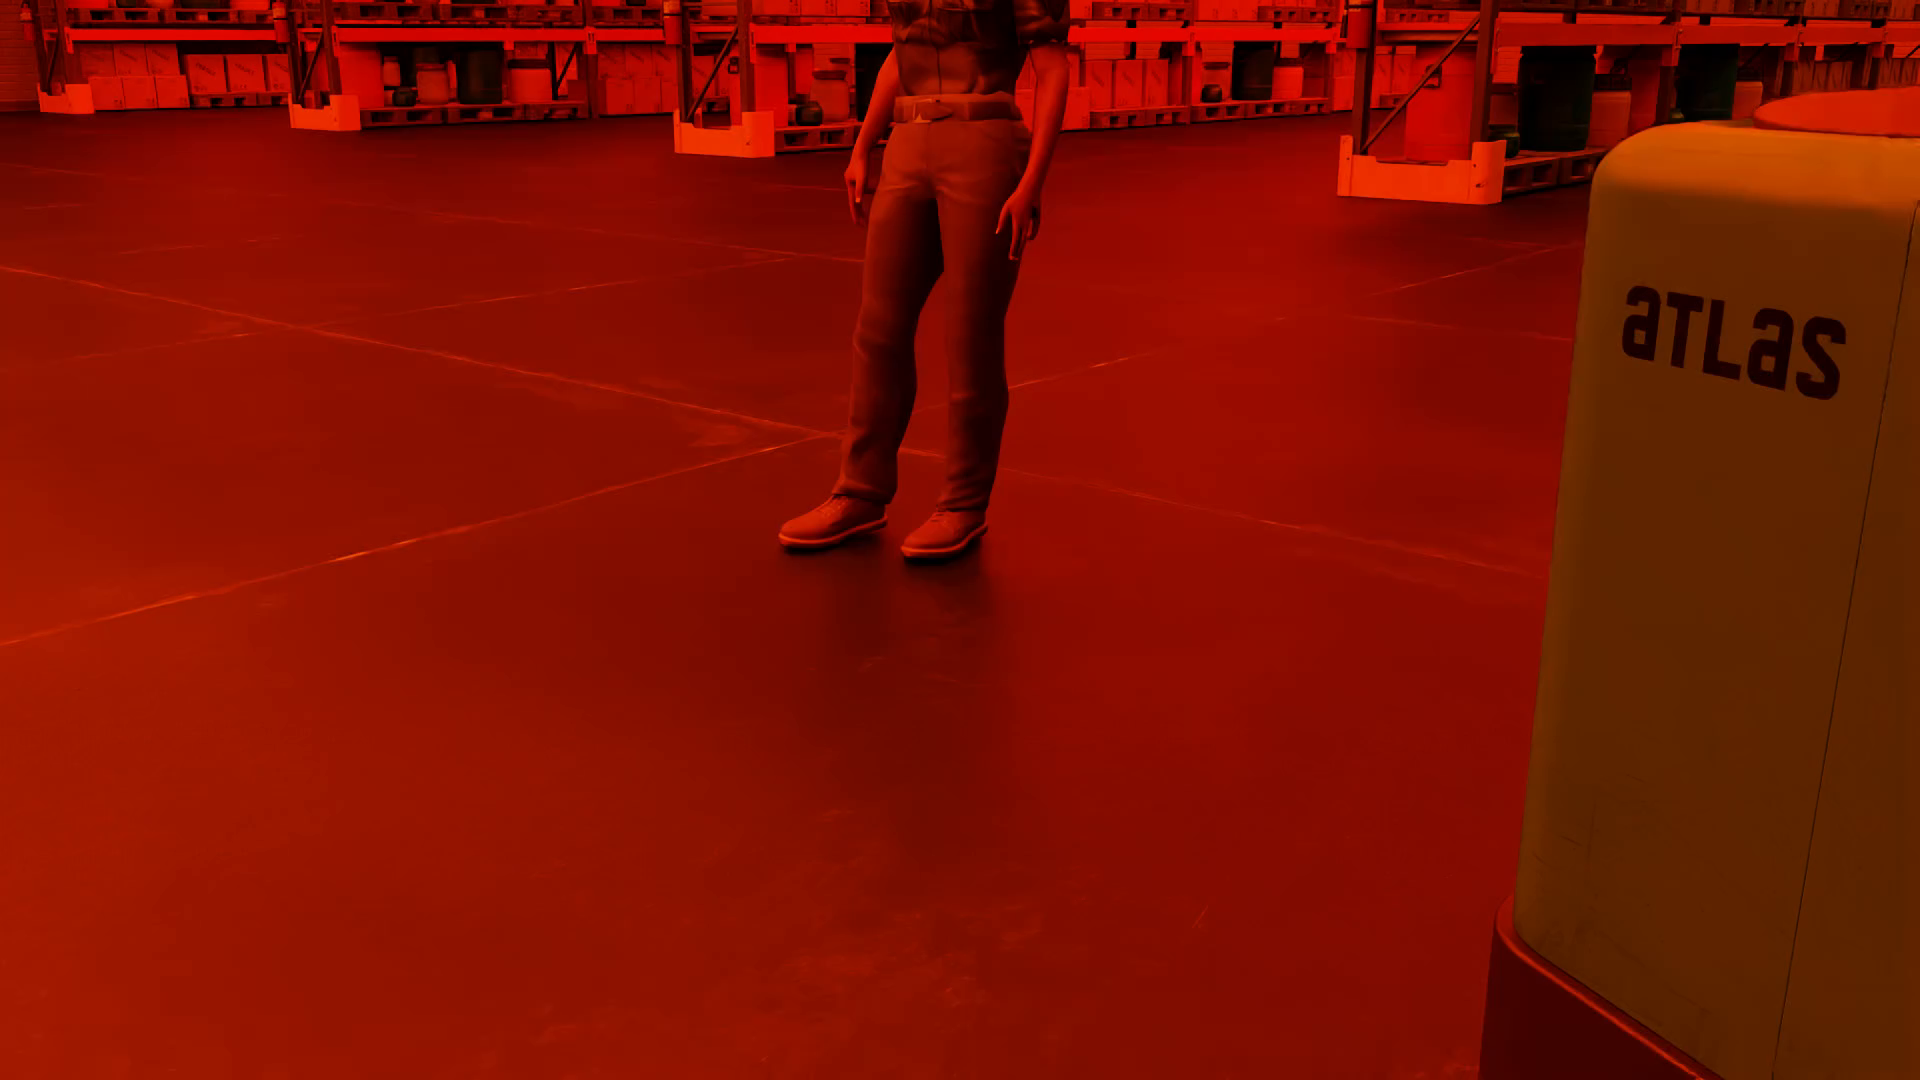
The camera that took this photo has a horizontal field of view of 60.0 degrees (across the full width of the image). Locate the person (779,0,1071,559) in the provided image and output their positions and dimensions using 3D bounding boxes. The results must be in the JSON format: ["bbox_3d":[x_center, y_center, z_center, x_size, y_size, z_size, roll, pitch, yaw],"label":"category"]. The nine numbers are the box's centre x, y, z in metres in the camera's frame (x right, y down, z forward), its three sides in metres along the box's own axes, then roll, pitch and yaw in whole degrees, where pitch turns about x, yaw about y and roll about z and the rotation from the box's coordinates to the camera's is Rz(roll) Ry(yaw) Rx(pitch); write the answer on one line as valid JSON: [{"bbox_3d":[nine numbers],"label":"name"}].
[{"bbox_3d":[-0.071,-0.782,3.647,0.570,1.654,0.504,13,21,37],"label":"person"}]
